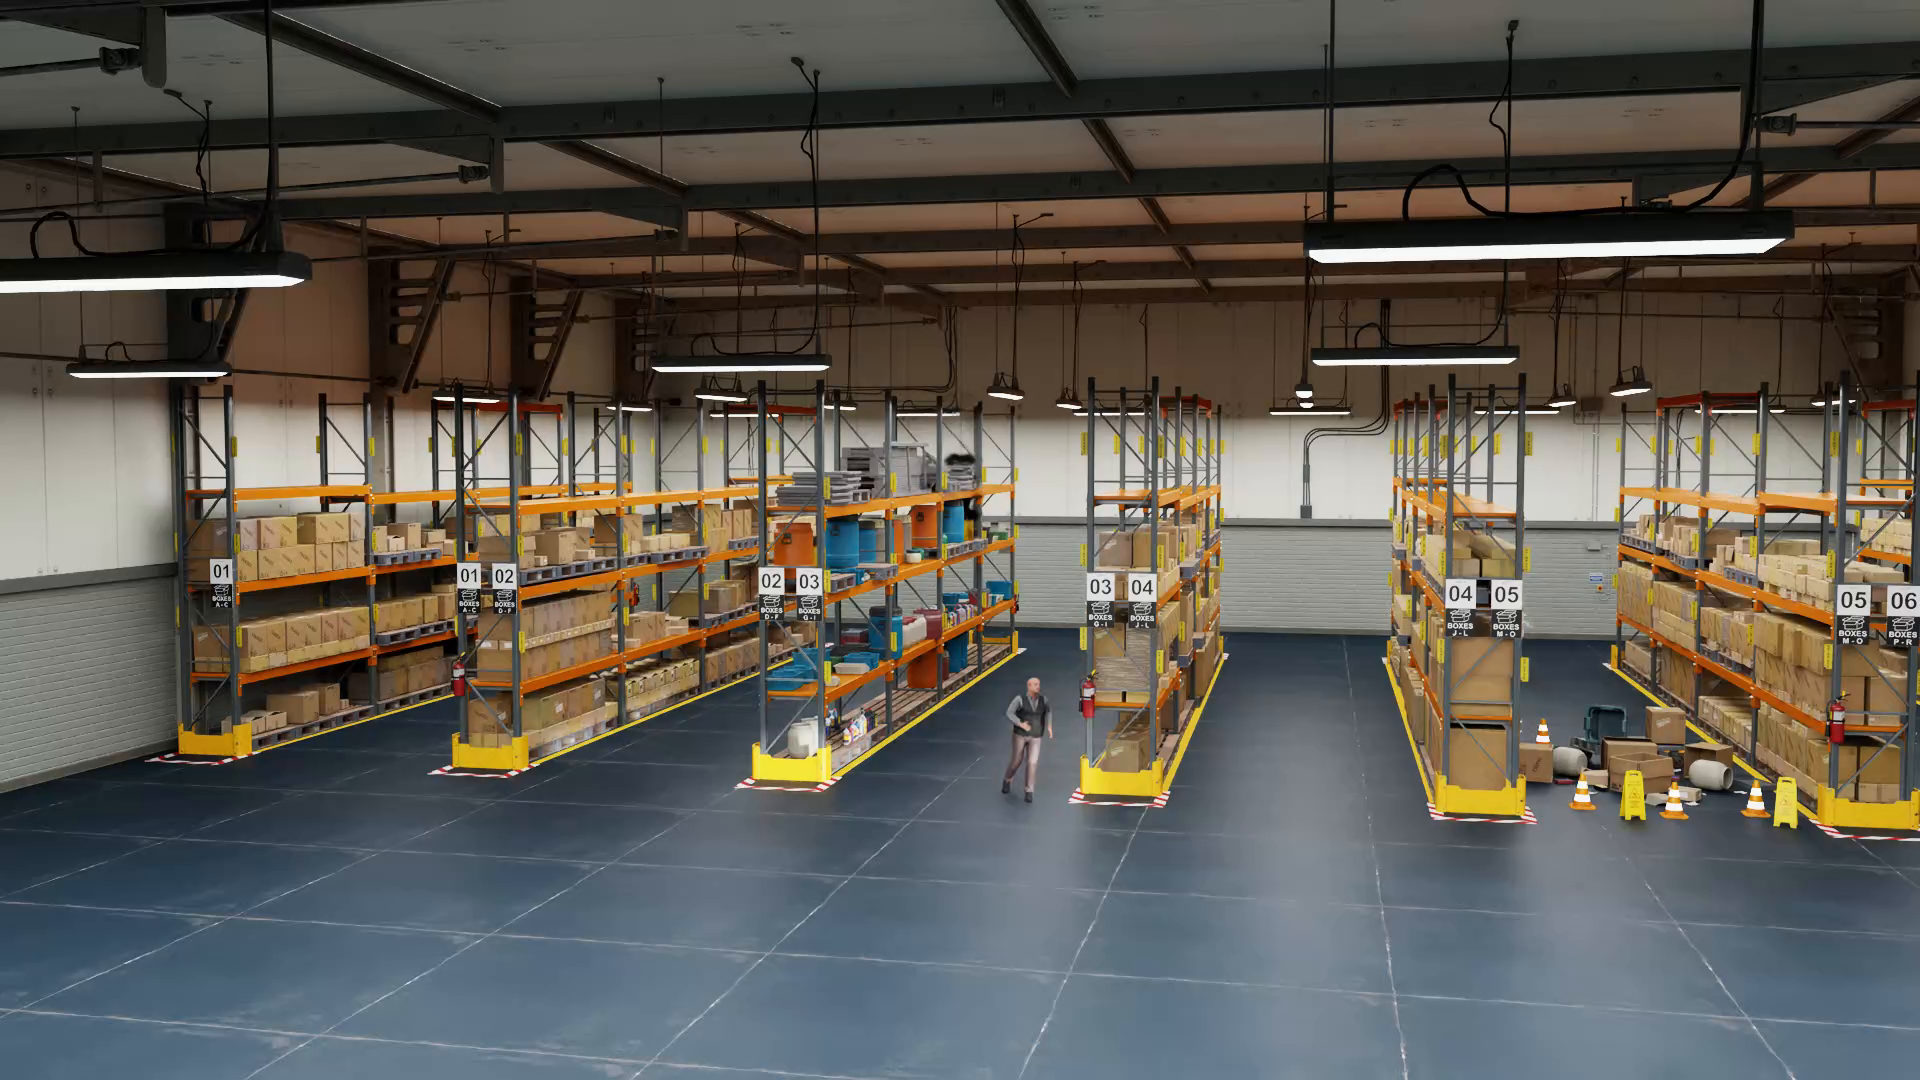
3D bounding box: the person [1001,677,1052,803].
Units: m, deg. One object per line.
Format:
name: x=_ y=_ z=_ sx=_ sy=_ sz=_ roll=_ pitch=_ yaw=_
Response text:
person: x=1.008 y=2.803 z=23.598 sx=0.717 sy=1.703 sz=0.919 roll=-1 pitch=3 yaw=-13
